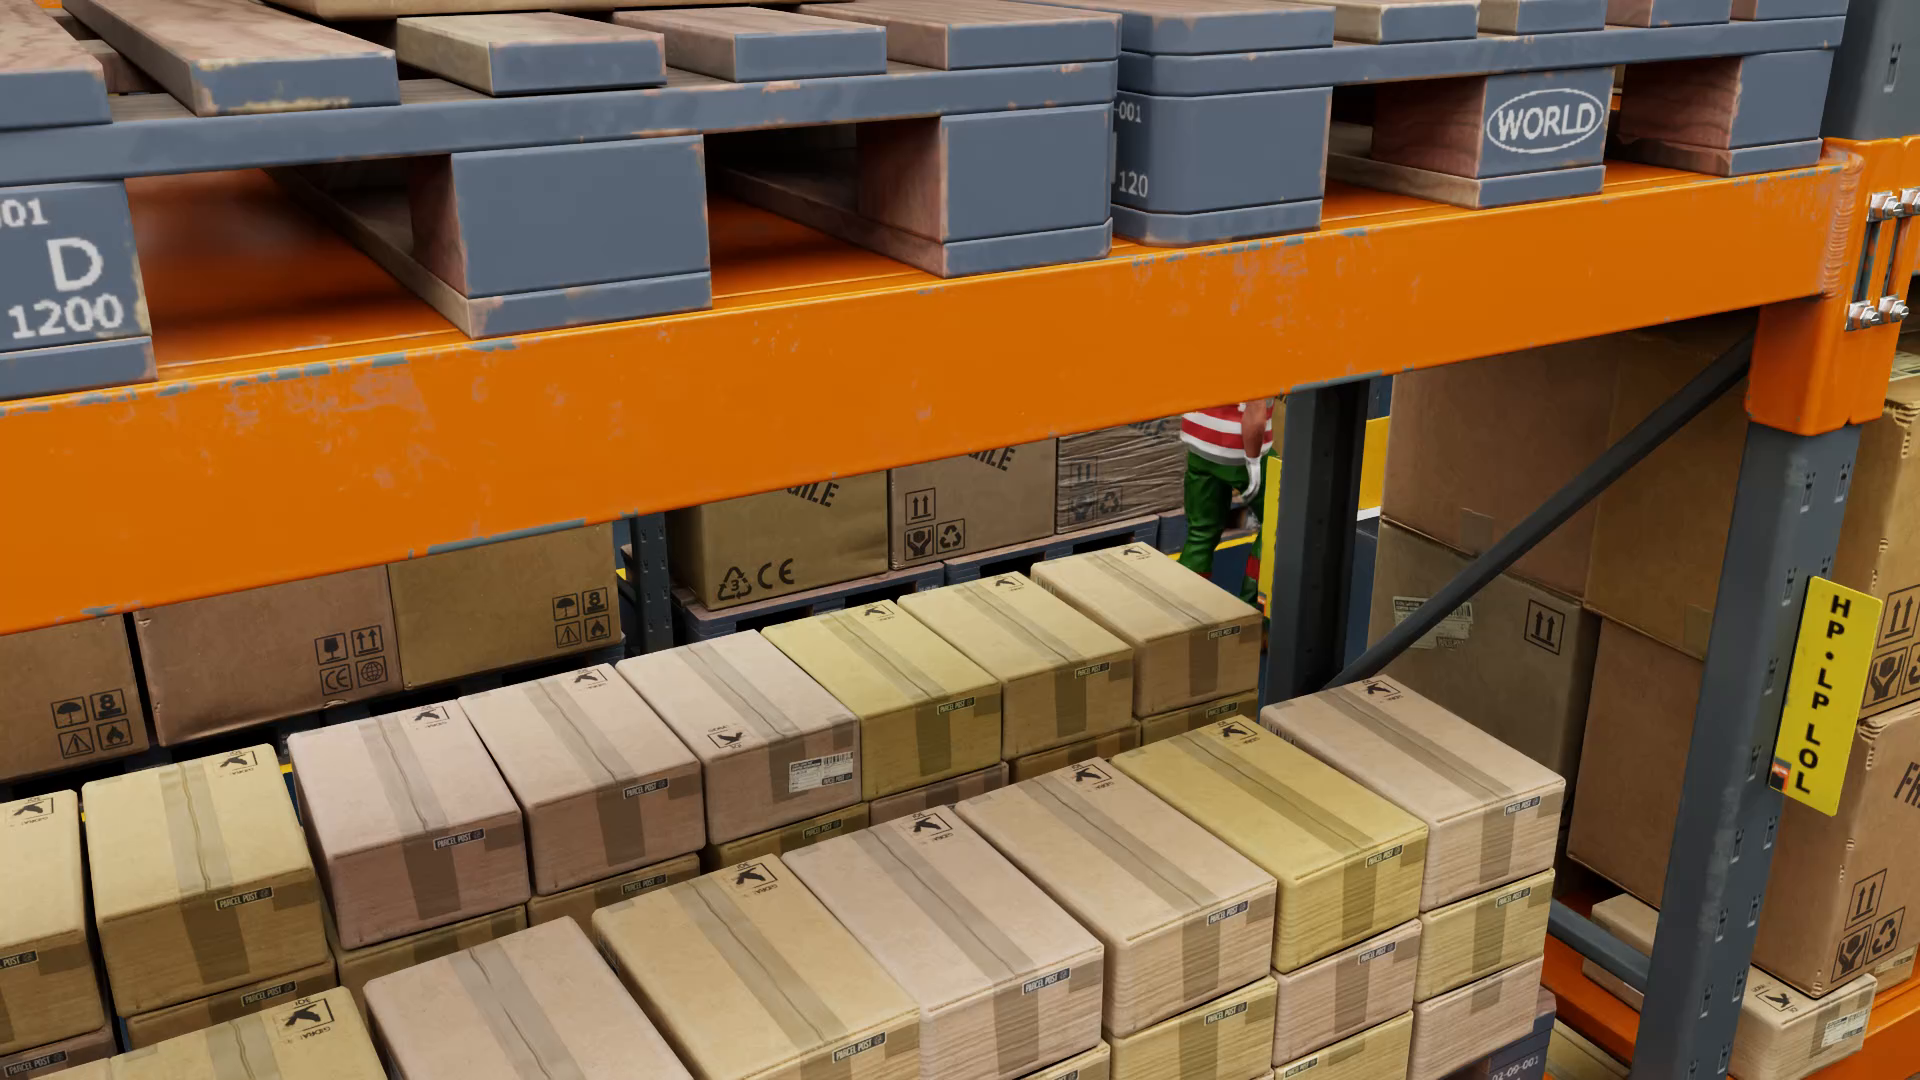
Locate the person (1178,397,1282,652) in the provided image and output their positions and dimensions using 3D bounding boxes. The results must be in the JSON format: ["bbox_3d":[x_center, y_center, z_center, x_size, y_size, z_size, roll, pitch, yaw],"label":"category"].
[{"bbox_3d":[1.138,-0.359,6.962,0.511,1.838,0.543,-15,26,-33],"label":"person"}]
